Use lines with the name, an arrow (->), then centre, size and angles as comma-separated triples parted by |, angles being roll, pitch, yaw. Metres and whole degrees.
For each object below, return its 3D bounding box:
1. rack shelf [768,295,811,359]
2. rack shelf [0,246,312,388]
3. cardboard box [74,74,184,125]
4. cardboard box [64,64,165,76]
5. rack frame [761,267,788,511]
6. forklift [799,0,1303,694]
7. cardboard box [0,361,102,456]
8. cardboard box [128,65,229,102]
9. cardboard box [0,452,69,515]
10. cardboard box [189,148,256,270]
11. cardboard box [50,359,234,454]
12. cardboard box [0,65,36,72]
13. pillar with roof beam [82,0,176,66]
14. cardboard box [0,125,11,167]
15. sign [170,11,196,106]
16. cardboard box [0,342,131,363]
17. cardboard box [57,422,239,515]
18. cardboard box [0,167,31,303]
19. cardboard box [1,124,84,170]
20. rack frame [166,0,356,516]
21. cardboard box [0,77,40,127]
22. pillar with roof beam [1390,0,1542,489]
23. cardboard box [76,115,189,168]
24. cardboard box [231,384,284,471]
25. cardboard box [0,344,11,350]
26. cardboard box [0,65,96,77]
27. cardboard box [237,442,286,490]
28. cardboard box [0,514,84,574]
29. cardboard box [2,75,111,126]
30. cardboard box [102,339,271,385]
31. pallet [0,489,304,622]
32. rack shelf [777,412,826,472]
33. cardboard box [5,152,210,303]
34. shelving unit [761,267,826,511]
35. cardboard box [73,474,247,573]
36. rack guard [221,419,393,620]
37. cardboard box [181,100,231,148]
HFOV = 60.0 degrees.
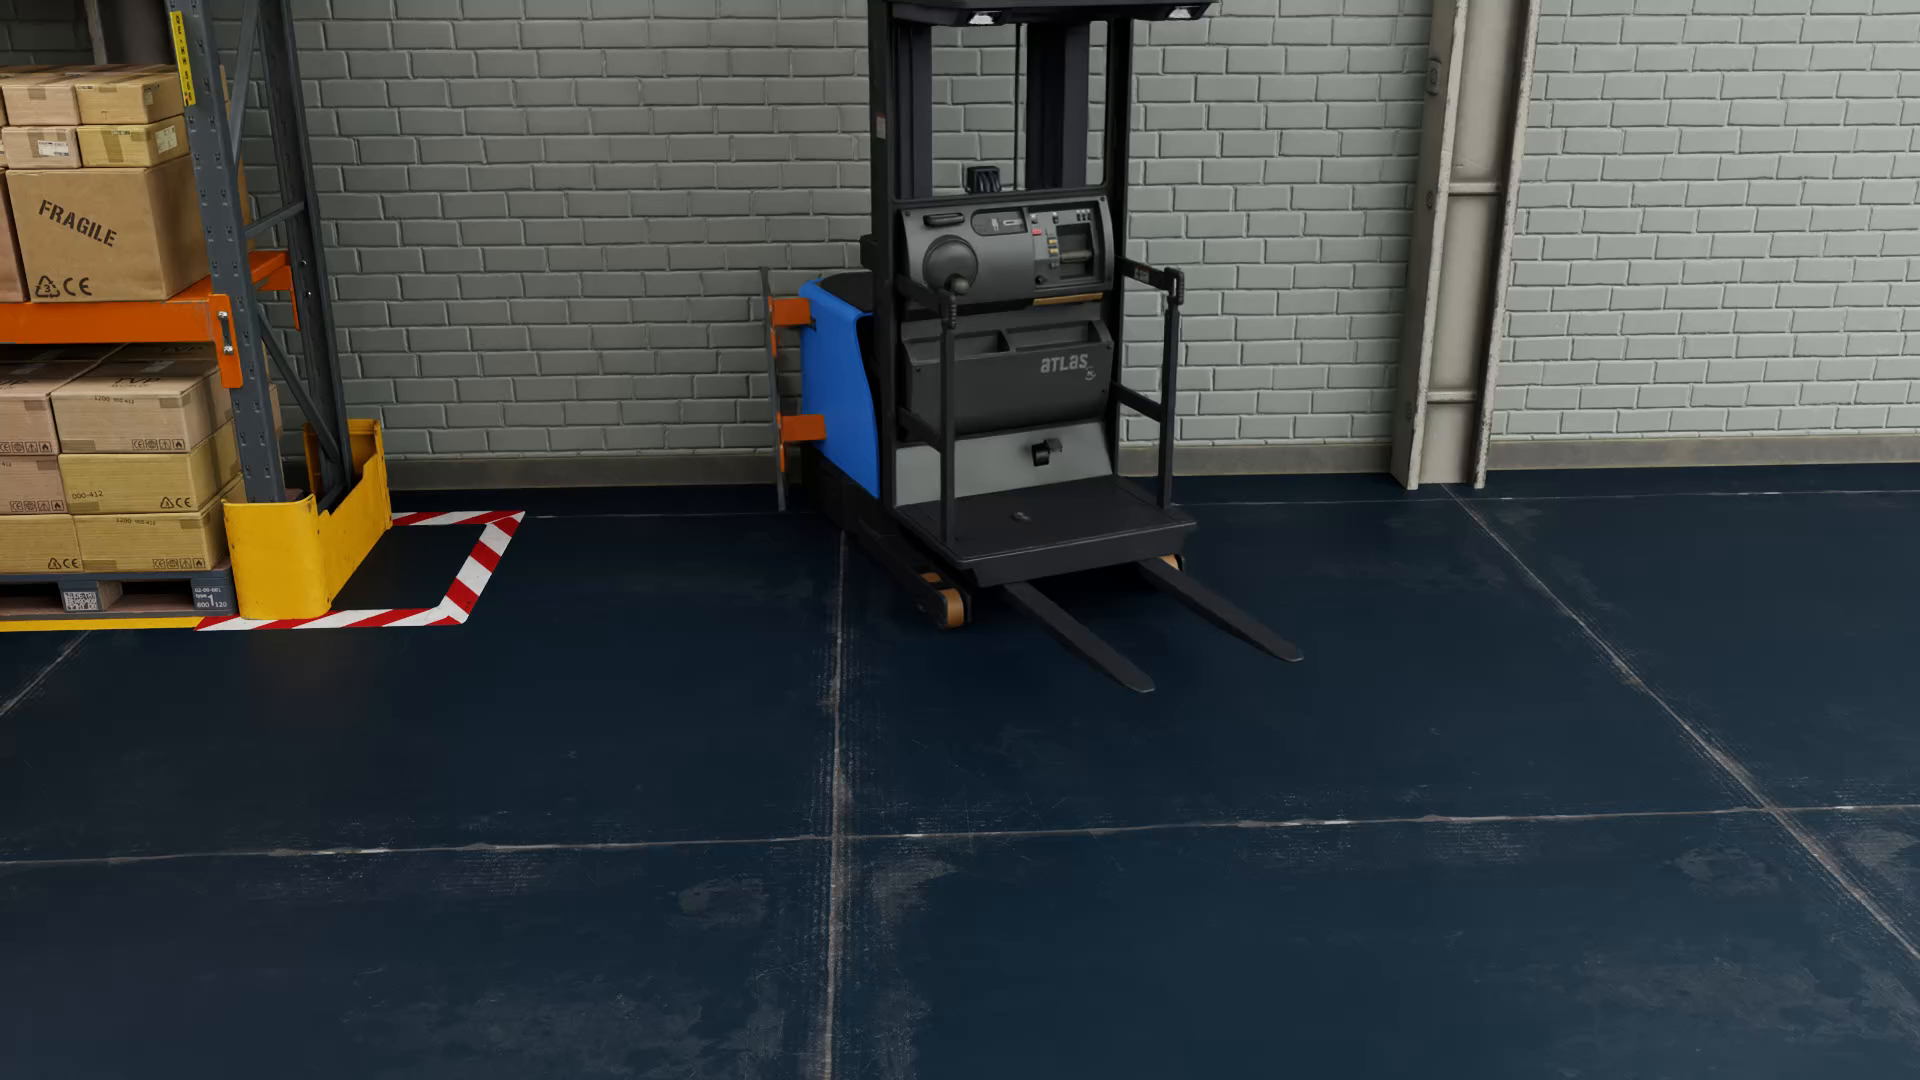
rack shelf -> -0.394, -1.041, 7.948 | 1.000, 0.278, 0.538 | -4, 5, -4
rack shelf -> -4.827, -0.908, 6.800 | 4.000, 0.370, 1.077 | -1, 21, -3
cardboard box -> -3.176, -1.691, 6.377 | 0.250, 0.149, 0.380 | -1, 21, -3
cardboard box -> -3.447, -1.859, 6.818 | 0.250, 0.149, 0.380 | 0, 21, -1
rack frame -> -0.881, -0.715, 7.940 | 0.032, 1.125, 0.500 | -4, 5, -4
forklift -> 0.292, -1.184, 6.612 | 1.130, 2.935, 3.031 | -9, 23, -23
cardboard box -> -3.781, -0.530, 6.667 | 0.500, 0.250, 0.500 | -1, 21, -2
cardboard box -> -3.178, -1.842, 6.774 | 0.250, 0.149, 0.380 | -2, 21, -4
cardboard box -> -3.799, -0.302, 6.770 | 0.500, 0.250, 0.500 | -1, 21, -4
cardboard box -> -3.340, -1.420, 6.994 | 0.500, 0.500, 0.500 | 0, 21, -1
cardboard box -> -3.272, -0.543, 6.700 | 0.500, 0.250, 0.500 | 0, 21, -1
cardboard box -> -3.951, -1.839, 6.765 | 0.250, 0.149, 0.380 | -1, 21, -3
pillar with roof beam -> -3.331, -2.865, 2.498 | 0.400, 9.000, 9.100 | -1, 21, -3
cardboard box -> -3.676, -1.528, 6.368 | 0.250, 0.149, 0.380 | -1, 21, -2
sign -> -2.813, -1.743, 6.024 | 0.005, 0.325, 0.100 | -1, 21, -3
cardboard box -> -3.819, -0.709, 7.136 | 0.500, 0.250, 0.500 | -1, 21, -3
cardboard box -> -3.298, -0.308, 6.787 | 0.500, 0.250, 0.500 | -1, 21, -4
cardboard box -> -3.825, -1.221, 6.471 | 0.500, 0.500, 0.500 | -1, 21, -1
cardboard box -> -3.414, -1.512, 6.324 | 0.250, 0.149, 0.380 | -1, 21, -2
rack frame -> -2.830, -1.284, 6.779 | 0.127, 3.000, 1.000 | -1, 21, -3
cardboard box -> -3.680, -1.660, 6.295 | 0.250, 0.149, 0.380 | -1, 21, -2
pillar with roof beam -> 2.659, -2.987, 2.818 | 0.400, 9.000, 9.100 | -1, 21, -3
cardboard box -> -3.160, -1.528, 6.366 | 0.250, 0.149, 0.380 | -1, 21, -2
cardboard box -> -3.311, -0.493, 7.273 | 0.500, 0.250, 0.500 | -1, 21, -2
cardboard box -> -4.319, -0.703, 7.120 | 0.500, 0.250, 0.500 | -1, 21, -3
cardboard box -> -3.704, -1.839, 6.764 | 0.250, 0.149, 0.380 | -1, 21, -2
cardboard box -> -3.332, -0.255, 7.349 | 0.500, 0.250, 0.500 | -1, 21, -3
cardboard box -> -3.778, -0.067, 6.856 | 0.500, 0.250, 0.500 | -1, 21, -3
cardboard box -> -3.420, -1.675, 6.335 | 0.250, 0.149, 0.380 | -1, 21, -3
cardboard box -> -3.321, -0.720, 7.166 | 0.500, 0.250, 0.500 | -1, 21, -4
pallet -> -3.591, 0.049, 7.195 | 1.213, 0.211, 1.003 | -1, 21, -3
rack shelf -> -0.359, -0.507, 7.992 | 1.000, 0.278, 0.538 | -4, 5, -4
cardboard box -> -3.306, -1.228, 6.490 | 0.500, 0.500, 0.500 | -2, 21, -4
shelving unit -> -0.375, -0.750, 7.972 | 1.048, 1.125, 0.538 | -4, 5, -4
cardboard box -> -3.281, -0.074, 6.873 | 0.500, 0.250, 0.500 | -1, 21, -3
rack guard -> -2.806, -0.117, 7.225 | 0.348, 0.500, 1.175 | -1, 21, -3
cardboard box -> -3.184, -1.720, 6.869 | 0.250, 0.149, 0.380 | -2, 21, -4
